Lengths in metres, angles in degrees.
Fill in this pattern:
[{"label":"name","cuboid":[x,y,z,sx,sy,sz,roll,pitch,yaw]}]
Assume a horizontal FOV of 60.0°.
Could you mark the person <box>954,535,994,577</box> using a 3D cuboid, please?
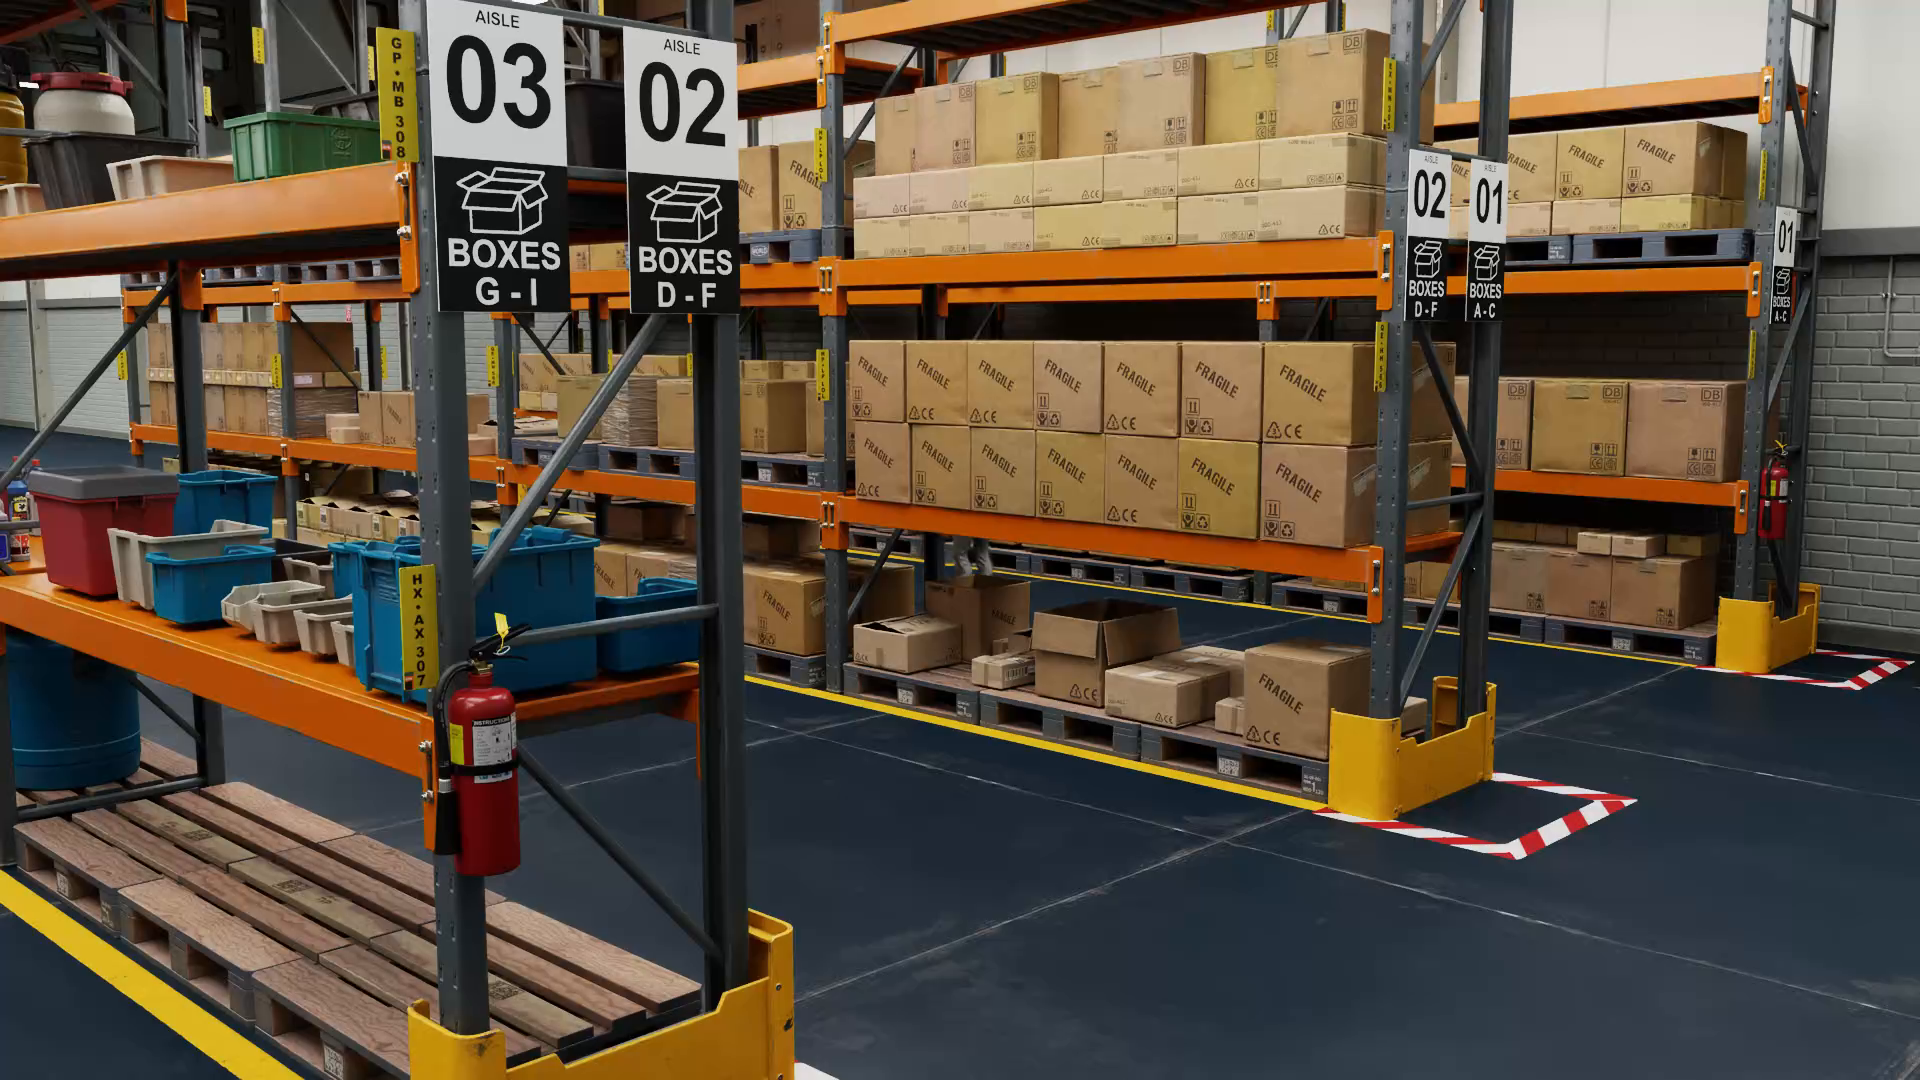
[{"label":"person","cuboid":[0.053,-0.239,14.130,0.528,1.682,0.416,7,10,42]}]
